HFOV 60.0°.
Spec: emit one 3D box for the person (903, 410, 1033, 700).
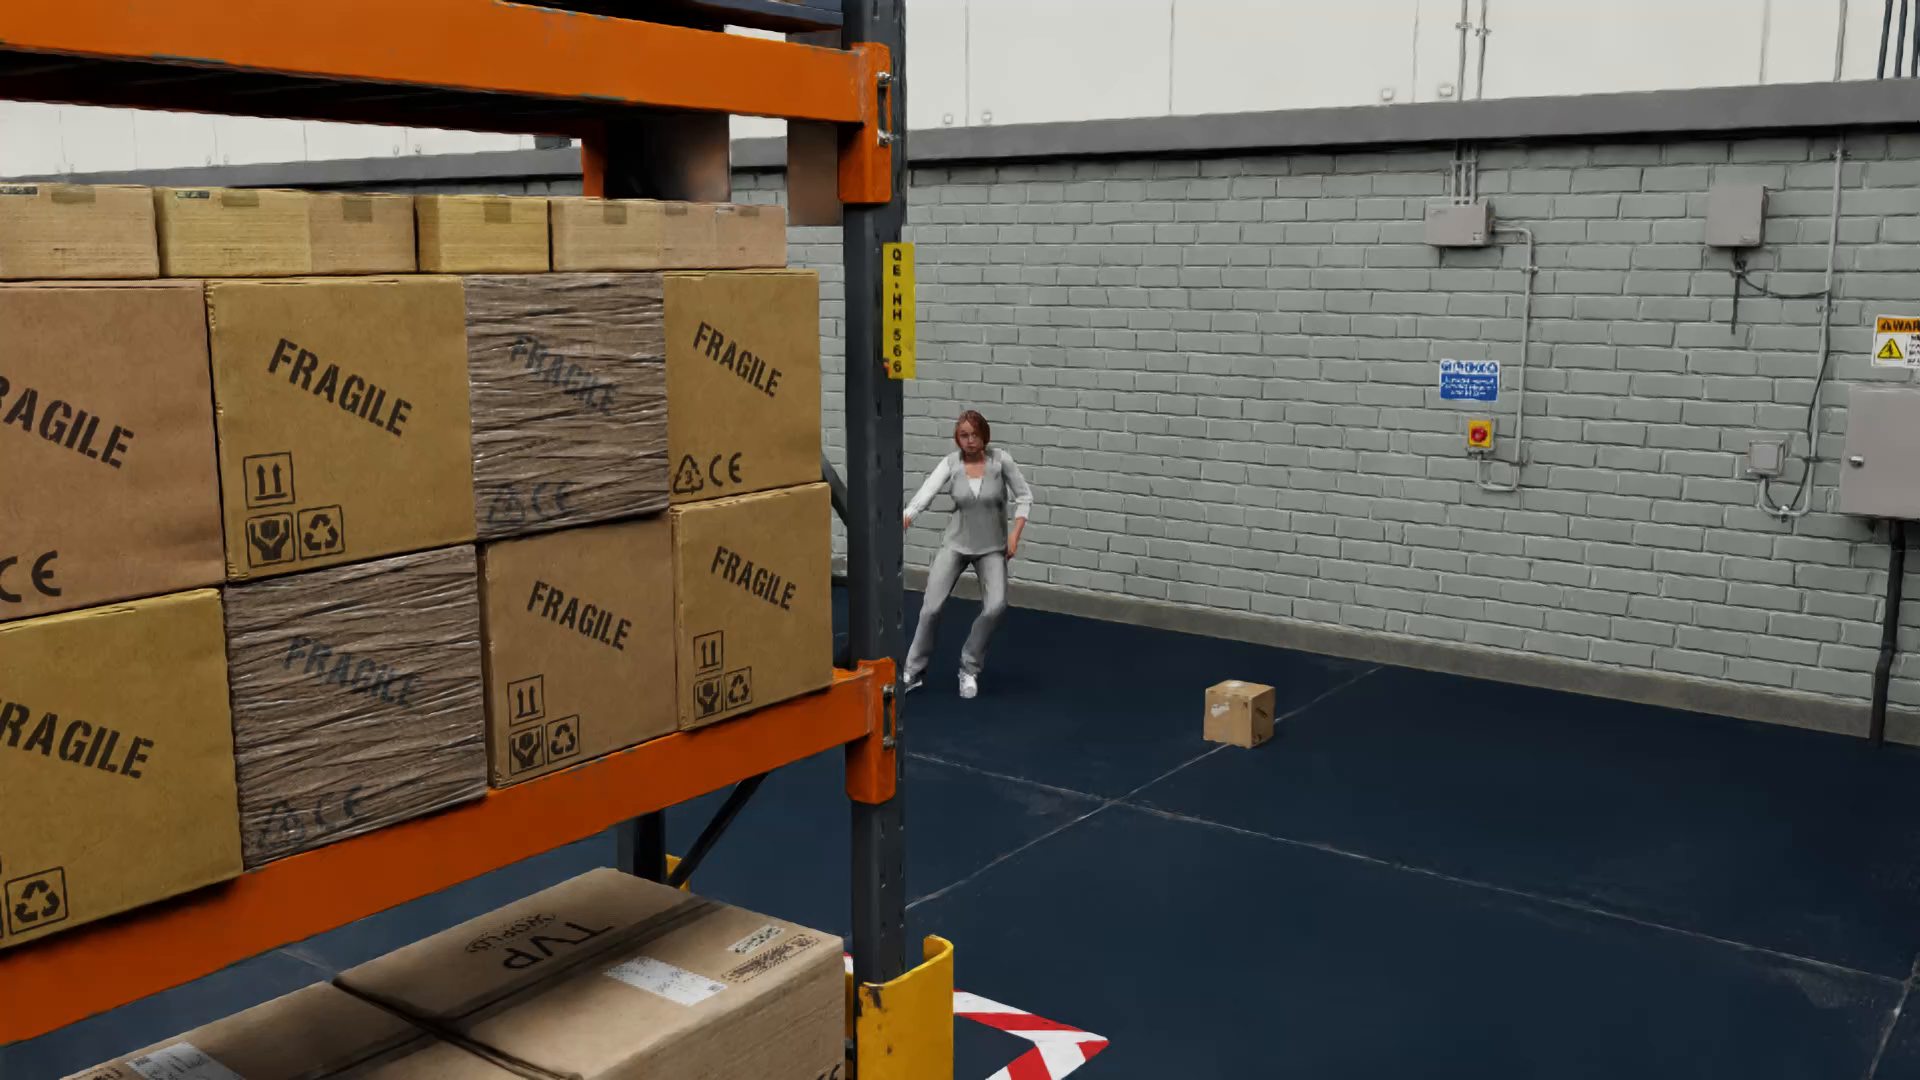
[{"bbox_3d":[-0.011,0.079,8.793,0.795,1.546,0.455,0,10,-3],"label":"person"}]
